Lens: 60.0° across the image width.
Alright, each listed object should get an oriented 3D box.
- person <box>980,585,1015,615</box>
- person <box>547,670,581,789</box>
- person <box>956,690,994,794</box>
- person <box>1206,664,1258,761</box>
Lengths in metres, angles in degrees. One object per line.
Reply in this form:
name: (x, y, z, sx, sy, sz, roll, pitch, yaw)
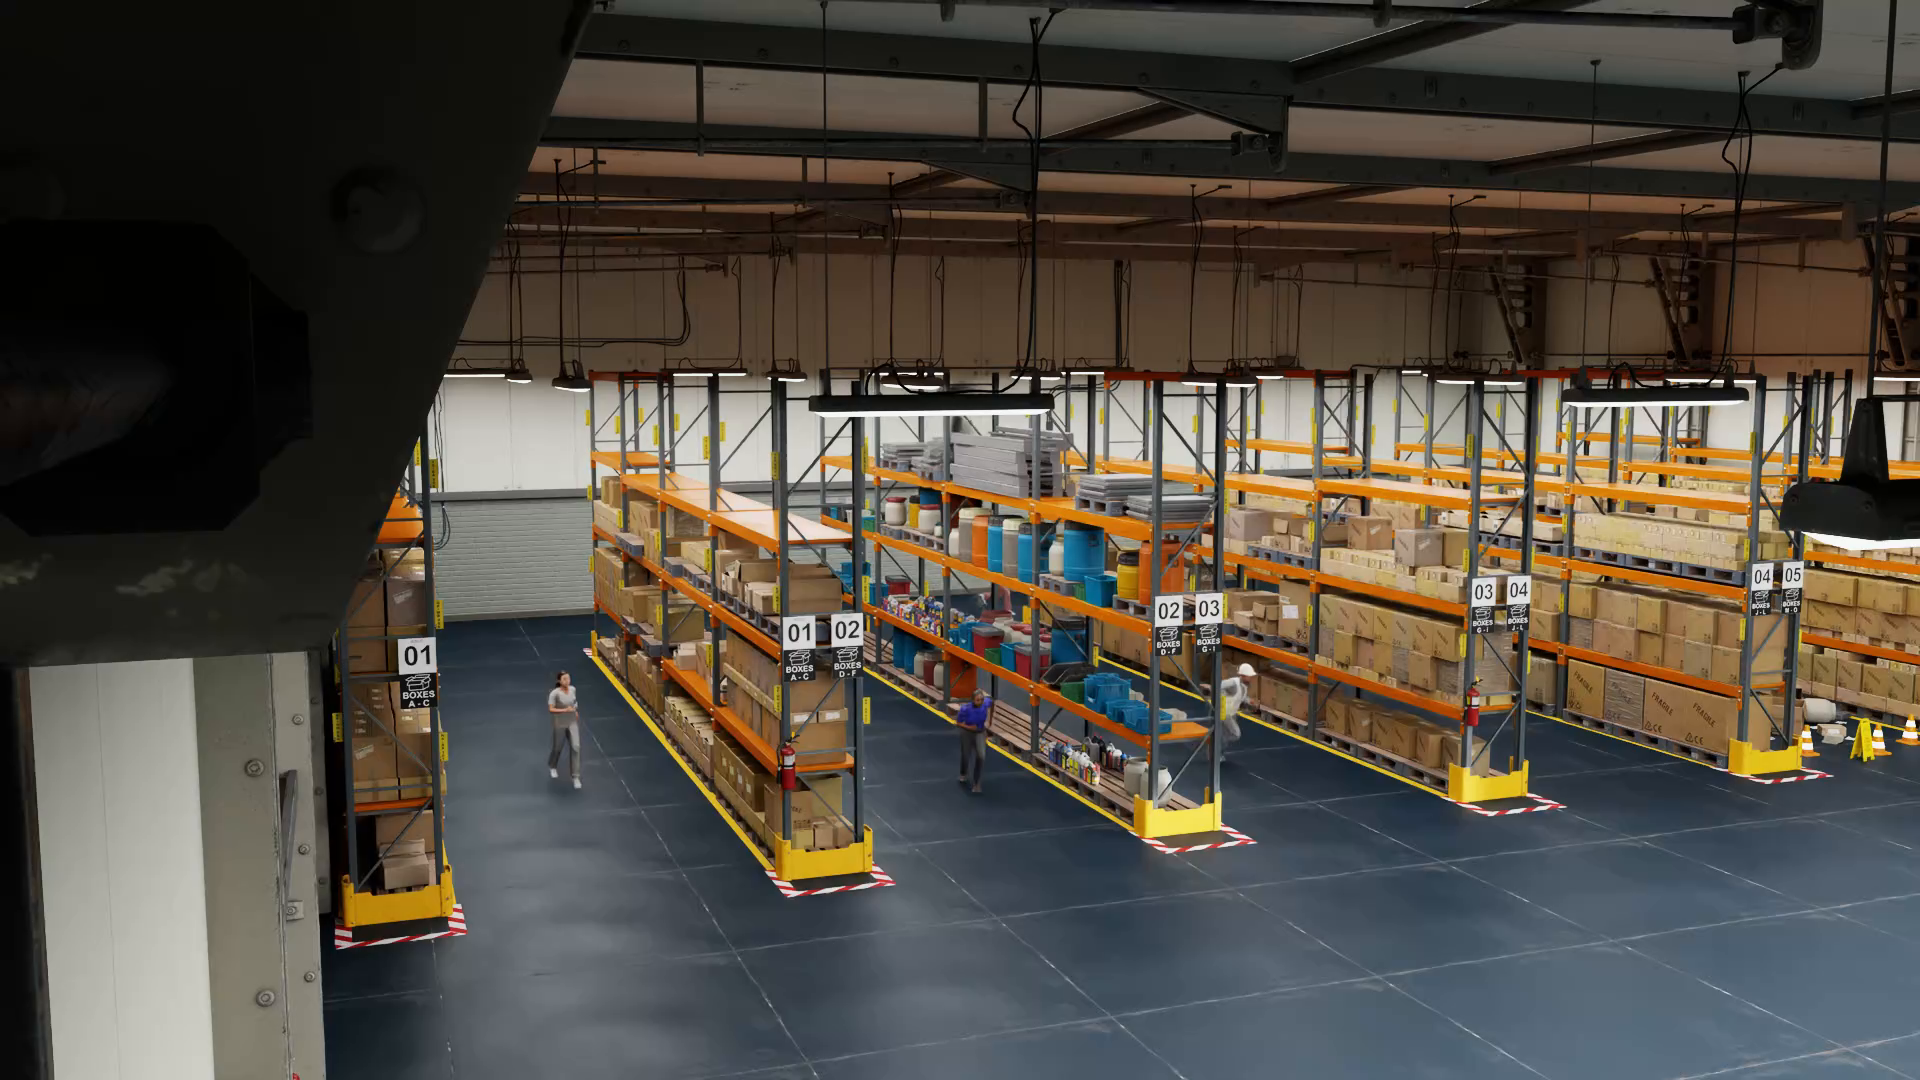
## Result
person: (0.923, 1.020, 40.602, 0.874, 1.648, 0.588, 1, 7, 11)
person: (-5.840, 2.749, 24.501, 0.543, 1.697, 0.909, -5, 8, -37)
person: (0.203, 2.903, 24.194, 0.615, 1.576, 0.959, -2, 7, -15)
person: (4.169, 2.677, 25.662, 0.867, 1.599, 0.685, 5, 8, 39)
